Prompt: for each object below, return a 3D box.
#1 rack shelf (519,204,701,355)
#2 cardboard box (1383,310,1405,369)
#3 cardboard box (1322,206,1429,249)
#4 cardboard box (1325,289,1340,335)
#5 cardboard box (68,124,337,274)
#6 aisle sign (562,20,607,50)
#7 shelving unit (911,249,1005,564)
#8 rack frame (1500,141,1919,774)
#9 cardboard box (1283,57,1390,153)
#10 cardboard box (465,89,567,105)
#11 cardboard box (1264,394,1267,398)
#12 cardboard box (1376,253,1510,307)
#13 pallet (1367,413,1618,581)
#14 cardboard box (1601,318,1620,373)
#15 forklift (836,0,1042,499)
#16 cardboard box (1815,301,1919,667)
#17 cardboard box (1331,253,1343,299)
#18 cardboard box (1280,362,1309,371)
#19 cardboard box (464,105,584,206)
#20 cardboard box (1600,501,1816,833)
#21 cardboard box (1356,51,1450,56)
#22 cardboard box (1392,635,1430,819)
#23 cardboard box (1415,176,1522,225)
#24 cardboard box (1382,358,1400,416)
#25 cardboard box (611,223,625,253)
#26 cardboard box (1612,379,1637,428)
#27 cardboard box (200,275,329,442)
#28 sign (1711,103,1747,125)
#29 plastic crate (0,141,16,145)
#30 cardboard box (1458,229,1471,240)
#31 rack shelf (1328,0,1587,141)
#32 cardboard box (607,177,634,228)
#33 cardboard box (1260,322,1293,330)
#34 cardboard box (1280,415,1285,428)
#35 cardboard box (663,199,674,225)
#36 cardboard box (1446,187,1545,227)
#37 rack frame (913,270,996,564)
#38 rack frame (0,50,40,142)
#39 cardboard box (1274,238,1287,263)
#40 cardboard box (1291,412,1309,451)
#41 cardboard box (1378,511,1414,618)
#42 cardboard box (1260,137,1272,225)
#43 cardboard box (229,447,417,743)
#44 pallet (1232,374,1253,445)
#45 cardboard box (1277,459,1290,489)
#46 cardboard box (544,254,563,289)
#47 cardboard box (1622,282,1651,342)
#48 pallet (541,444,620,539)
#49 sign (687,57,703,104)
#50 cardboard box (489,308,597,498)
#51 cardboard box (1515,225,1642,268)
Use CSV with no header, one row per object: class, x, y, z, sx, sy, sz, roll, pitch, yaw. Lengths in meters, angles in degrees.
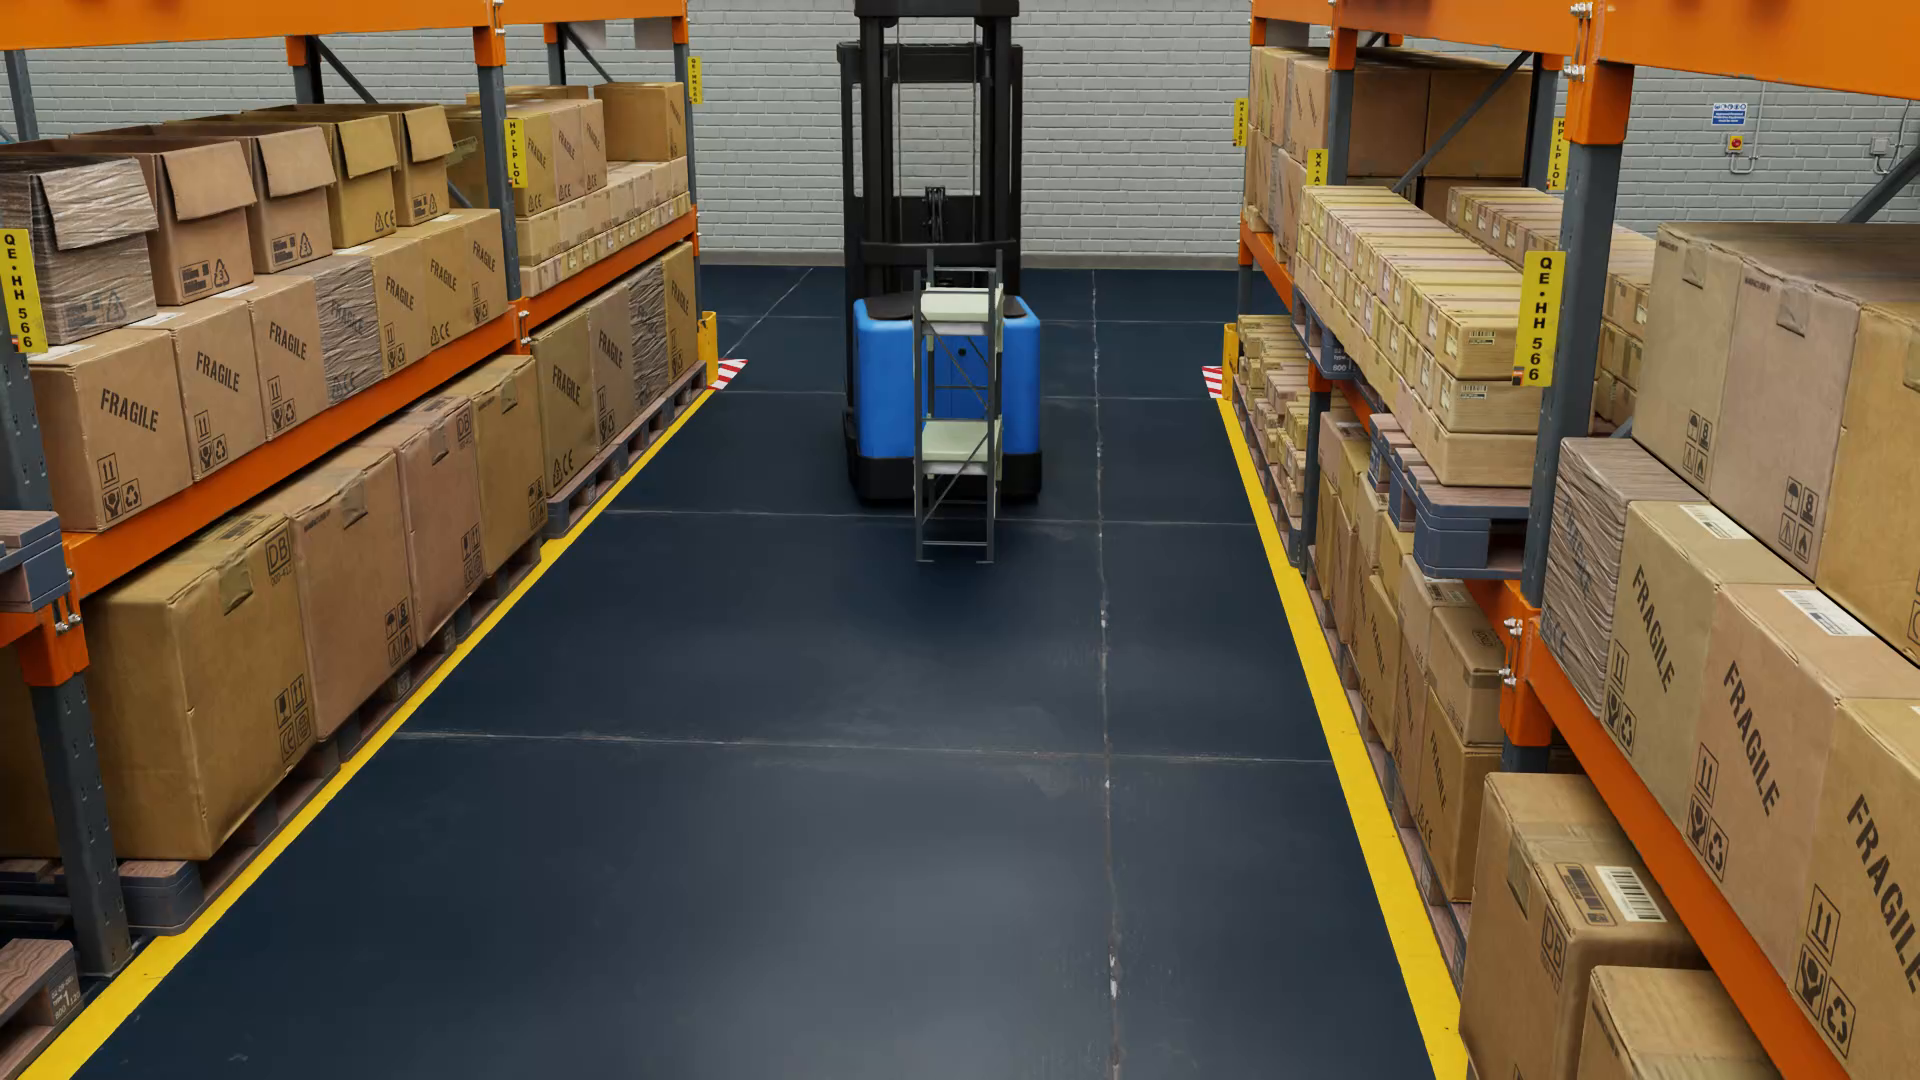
rack shelf,-2.579,-1.670,10.357,1.077,0.370,4.000,1,18,4
cardboard box,1.565,-0.633,5.290,0.380,0.149,0.250,1,18,4
cardboard box,1.676,-1.255,6.710,0.380,0.149,0.250,1,18,3
cardboard box,1.658,-0.896,6.568,0.380,0.149,0.250,0,18,1
cardboard box,-2.849,-1.310,6.331,0.797,0.503,0.637,2,18,6
aisle sign,-2.729,-3.897,11.824,0.394,0.787,0.004,1,18,4
shelving unit,0.000,-0.711,8.683,0.431,1.500,0.755,1,18,4
rack frame,1.931,-0.006,4.124,1.000,3.000,0.127,1,18,4
cardboard box,2.064,-2.384,9.136,0.500,0.500,0.500,2,18,5
cardboard box,-2.806,-2.600,10.599,0.500,0.500,0.500,1,18,2
cardboard box,2.149,-0.861,10.638,0.380,0.149,0.250,1,18,4
cardboard box,1.587,-0.848,5.468,0.380,0.149,0.250,1,18,4
pallet,1.876,-0.139,4.837,1.213,0.211,1.003,1,18,4
cardboard box,2.217,-0.619,5.245,0.380,0.149,0.250,1,18,4
forklift,-0.195,-2.037,10.433,1.130,2.935,3.031,-2,18,-5
cardboard box,1.820,-0.073,2.562,0.700,0.500,0.500,1,18,3
cardboard box,1.661,-1.032,6.508,0.380,0.149,0.250,2,18,6
cardboard box,2.131,-0.974,10.026,0.380,0.149,0.250,1,18,4
cardboard box,-2.390,-2.113,9.112,0.500,0.500,0.500,1,18,4
cardboard box,1.596,0.238,3.219,0.500,0.500,0.500,1,18,3
cardboard box,2.655,-2.688,10.065,0.500,0.500,0.500,2,18,7
cardboard box,1.759,0.611,5.581,0.500,0.500,0.500,2,18,6
cardboard box,2.505,-1.585,8.306,0.500,0.500,0.500,1,18,3
cardboard box,1.567,-0.484,5.312,0.380,0.149,0.250,1,18,3
cardboard box,-2.259,-1.840,10.123,0.380,0.149,0.250,1,18,2
cardboard box,2.203,-0.388,5.018,0.380,0.149,0.250,2,18,7
cardboard box,-2.635,-0.660,5.959,0.500,0.500,0.500,1,18,3
sign,7.786,-4.312,16.831,0.327,0.218,0.001,1,18,4
plastic crate,-7.213,-2.680,12.133,0.616,0.435,0.499,1,18,4
cardboard box,2.369,-1.260,7.202,0.380,0.149,0.250,1,18,4
rack shelf,2.075,-1.711,5.665,1.077,0.370,4.000,1,18,4
cardboard box,-2.312,-2.069,10.183,0.500,0.250,0.500,1,18,4
cardboard box,2.228,-1.375,11.250,0.380,0.149,0.250,2,18,5
cardboard box,2.047,-0.663,9.554,0.380,0.149,0.250,2,18,5
cardboard box,-2.169,-2.236,11.334,0.380,0.149,0.250,1,18,4
cardboard box,2.384,-1.482,7.403,0.380,0.149,0.250,2,18,6
rack frame,-0.027,-0.597,8.336,0.400,1.500,0.023,1,18,4
rack frame,-7.376,-2.743,12.478,1.000,3.000,0.127,1,18,4
cardboard box,2.045,-1.710,9.728,0.380,0.149,0.250,2,18,5
cardboard box,1.963,-0.572,8.801,0.380,0.149,0.250,2,18,5
cardboard box,1.796,0.093,5.957,0.500,0.250,0.500,2,18,5
cardboard box,2.136,-2.228,10.266,0.500,0.500,0.500,2,18,5
cardboard box,-2.867,0.172,6.320,1.225,0.875,0.875,1,18,4
pallet,2.406,-0.890,11.301,1.003,0.211,1.213,1,18,4
cardboard box,1.963,-0.385,9.184,0.380,0.149,0.250,1,18,2
cardboard box,-2.350,-1.437,8.895,0.380,0.149,0.250,1,18,2
cardboard box,2.196,-0.668,4.917,0.380,0.149,0.250,1,18,4
pallet,-2.590,-0.300,9.499,1.003,0.211,1.213,1,18,4
sign,-1.895,-3.279,11.873,0.100,0.325,0.005,1,18,4
cardboard box,-2.595,-0.783,9.235,0.875,0.875,0.875,1,18,4
cardboard box,2.290,-1.077,6.167,0.380,0.149,0.250,0,18,1
